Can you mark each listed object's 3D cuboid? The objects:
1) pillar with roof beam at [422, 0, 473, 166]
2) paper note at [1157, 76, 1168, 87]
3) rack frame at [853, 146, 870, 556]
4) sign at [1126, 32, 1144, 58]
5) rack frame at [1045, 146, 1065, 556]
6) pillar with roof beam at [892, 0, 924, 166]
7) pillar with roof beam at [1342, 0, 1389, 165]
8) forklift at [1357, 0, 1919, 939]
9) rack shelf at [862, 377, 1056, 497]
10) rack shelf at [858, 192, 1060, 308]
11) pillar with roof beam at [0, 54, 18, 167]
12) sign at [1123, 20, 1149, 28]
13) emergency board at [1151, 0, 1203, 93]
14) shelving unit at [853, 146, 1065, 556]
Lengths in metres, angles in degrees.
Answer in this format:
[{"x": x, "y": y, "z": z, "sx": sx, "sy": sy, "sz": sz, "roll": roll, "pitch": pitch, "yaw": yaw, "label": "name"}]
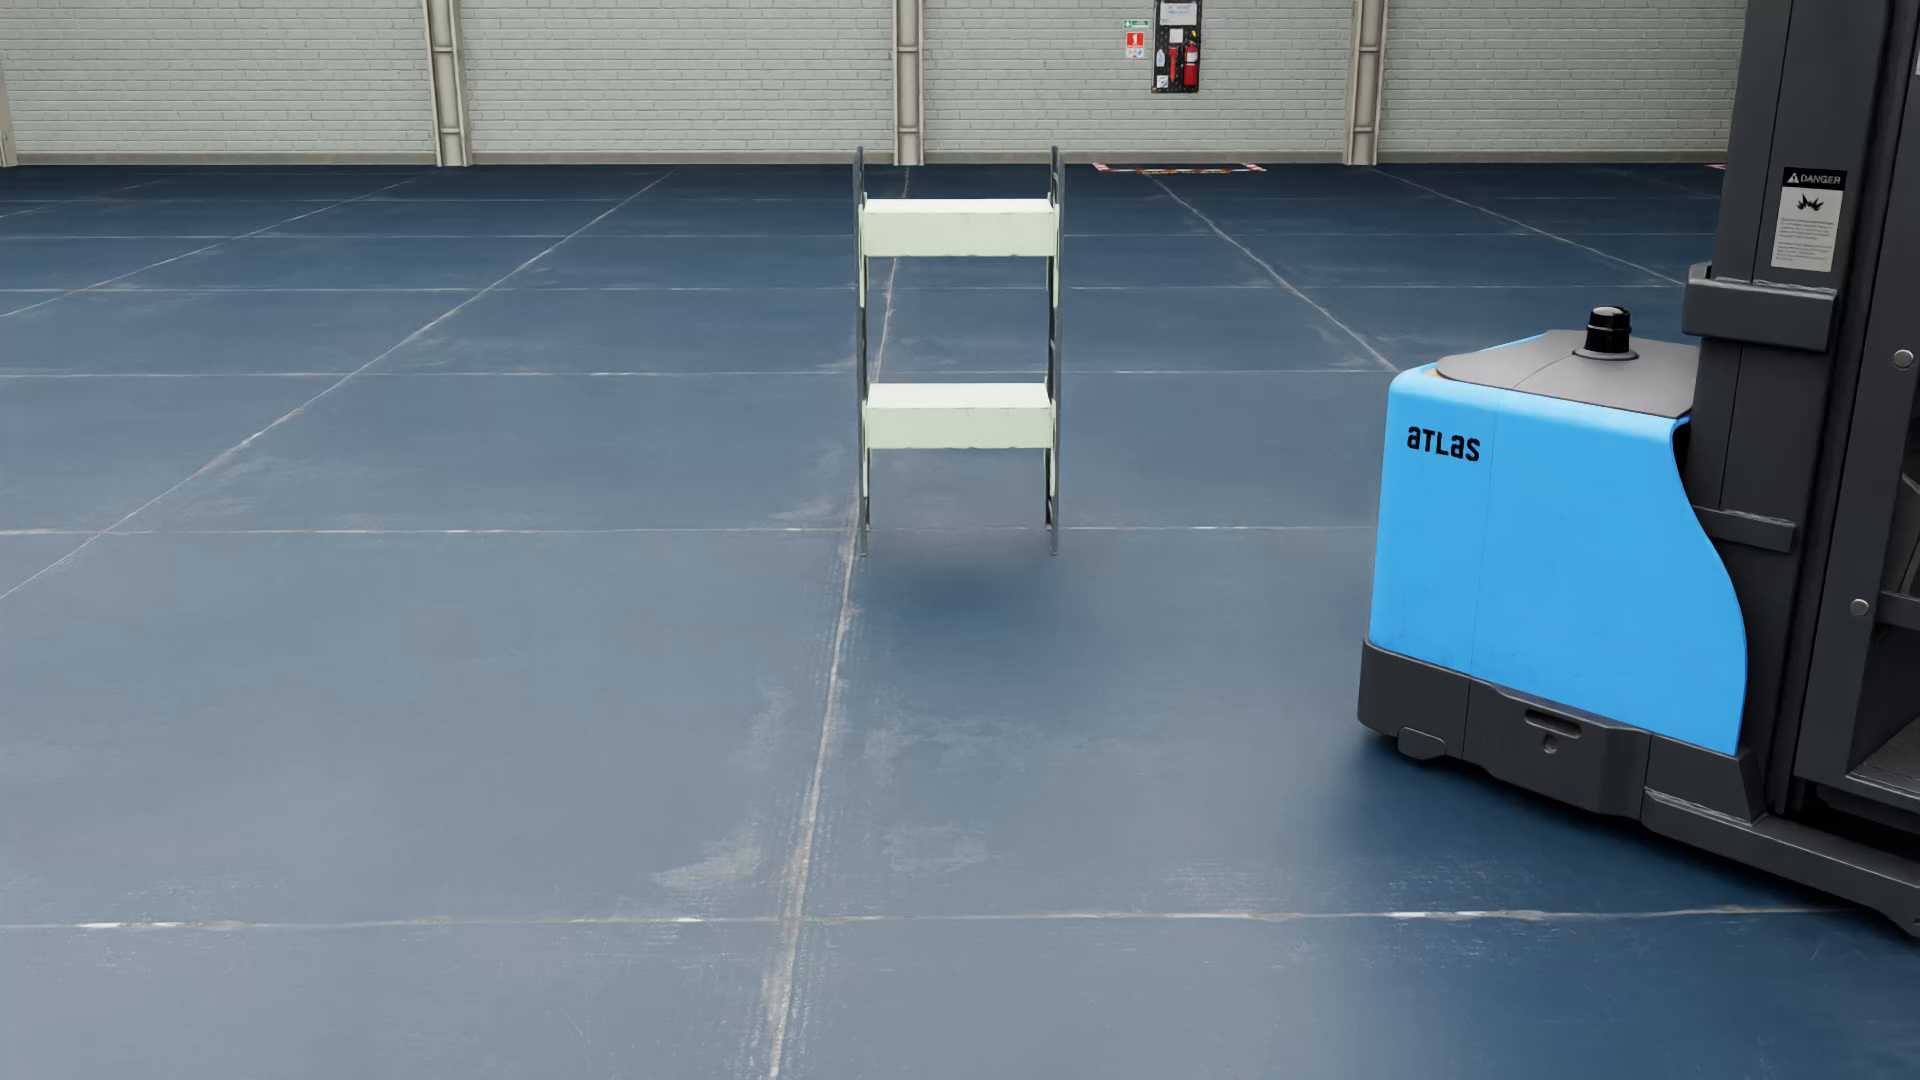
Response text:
[{"x": -6.609, "y": -7.928, "z": 16.530, "sx": 0.400, "sy": 9.000, "sz": 9.100, "roll": 0, "pitch": 18, "yaw": -1, "label": "pillar with roof beam"}, {"x": 2.672, "y": -6.045, "z": 21.922, "sx": 0.142, "sy": 0.148, "sz": 0.016, "roll": 0, "pitch": 18, "yaw": -1, "label": "paper note"}, {"x": -0.373, "y": -0.712, "z": 6.313, "sx": 0.023, "sy": 1.500, "sz": 0.400, "roll": 0, "pitch": 18, "yaw": -1, "label": "rack frame"}, {"x": 2.296, "y": -6.490, "z": 21.809, "sx": 0.234, "sy": 0.329, "sz": 0.001, "roll": 0, "pitch": 18, "yaw": -1, "label": "sign"}, {"x": 0.359, "y": -0.716, "z": 6.324, "sx": 0.023, "sy": 1.500, "sz": 0.400, "roll": 0, "pitch": 18, "yaw": -1, "label": "rack frame"}, {"x": -0.609, "y": -7.957, "z": 16.620, "sx": 0.400, "sy": 9.000, "sz": 9.100, "roll": 0, "pitch": 18, "yaw": -1, "label": "pillar with roof beam"}, {"x": 5.390, "y": -7.986, "z": 16.710, "sx": 0.400, "sy": 9.000, "sz": 9.100, "roll": 0, "pitch": 18, "yaw": -1, "label": "pillar with roof beam"}, {"x": 2.513, "y": -0.595, "z": 3.605, "sx": 1.130, "sy": 2.935, "sz": 3.031, "roll": -16, "pitch": 24, "yaw": -41, "label": "forklift"}, {"x": -0.007, "y": -0.404, "z": 6.418, "sx": 0.720, "sy": 0.370, "sz": 0.431, "roll": 0, "pitch": 18, "yaw": -1, "label": "rack shelf"}, {"x": -0.007, "y": -1.086, "z": 6.199, "sx": 0.720, "sy": 0.370, "sz": 0.431, "roll": 0, "pitch": 18, "yaw": -1, "label": "rack shelf"}, {"x": -12.608, "y": -7.899, "z": 16.440, "sx": 0.400, "sy": 9.000, "sz": 9.100, "roll": 0, "pitch": 18, "yaw": -1, "label": "pillar with roof beam"}, {"x": 2.301, "y": -6.739, "z": 21.720, "sx": 0.331, "sy": 0.109, "sz": 0.001, "roll": 0, "pitch": 18, "yaw": -1, "label": "sign"}, {"x": 2.850, "y": -6.444, "z": 21.725, "sx": 0.643, "sy": 1.169, "sz": 0.194, "roll": 0, "pitch": 18, "yaw": -1, "label": "emergency board"}, {"x": -0.007, "y": -0.714, "z": 6.318, "sx": 0.755, "sy": 1.500, "sz": 0.431, "roll": 0, "pitch": 18, "yaw": -1, "label": "shelving unit"}]
